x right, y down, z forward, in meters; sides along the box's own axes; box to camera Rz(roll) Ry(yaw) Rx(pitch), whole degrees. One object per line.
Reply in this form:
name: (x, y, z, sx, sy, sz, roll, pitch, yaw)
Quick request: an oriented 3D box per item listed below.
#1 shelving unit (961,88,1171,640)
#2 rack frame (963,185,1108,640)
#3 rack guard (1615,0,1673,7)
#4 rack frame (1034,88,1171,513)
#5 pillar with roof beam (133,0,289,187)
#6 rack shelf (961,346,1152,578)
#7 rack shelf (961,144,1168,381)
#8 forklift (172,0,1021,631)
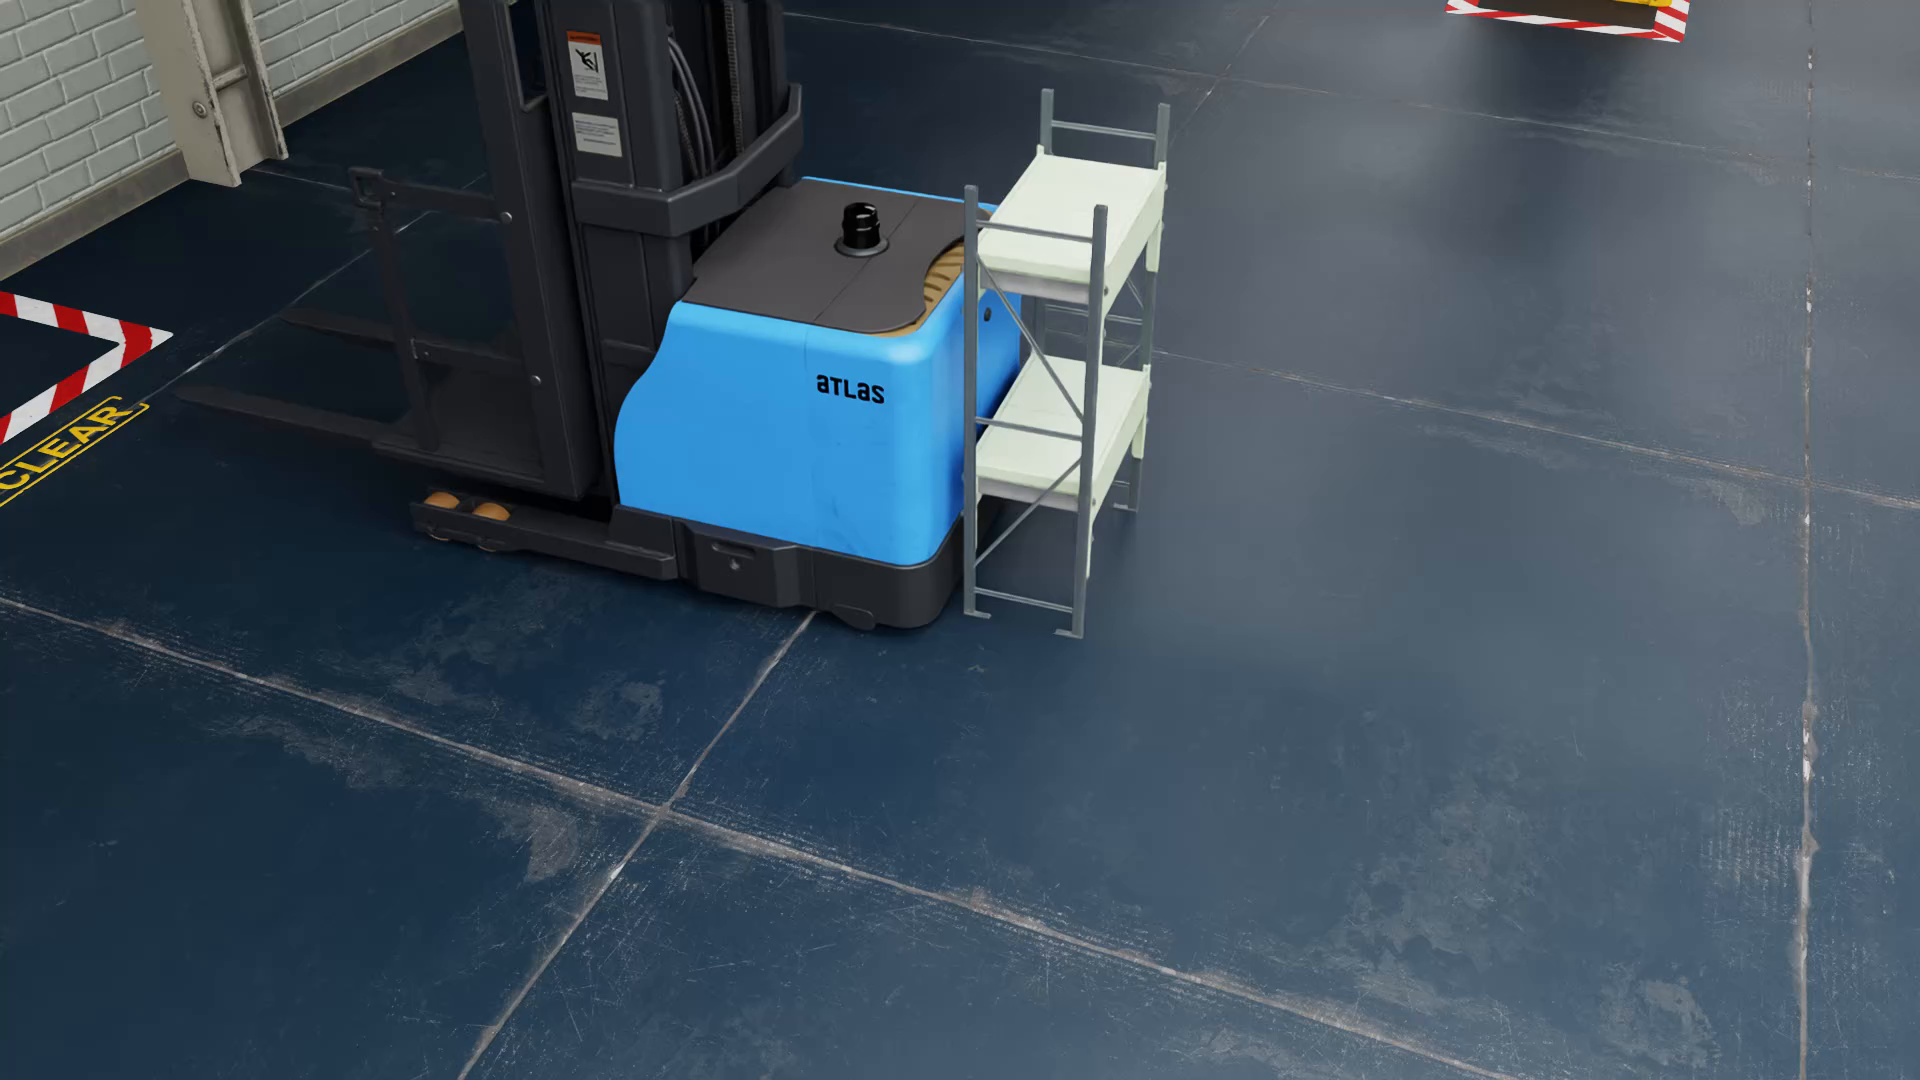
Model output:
shelving unit: (0.322, -0.533, 5.210, 0.431, 1.500, 0.755, 12, 38, 15)
rack frame: (0.203, -0.325, 4.932, 0.400, 1.500, 0.023, 12, 38, 15)
rack guard: (3.820, -3.645, 10.209, 1.175, 0.500, 0.348, 14, 39, 18)
rack frame: (0.440, -0.740, 5.487, 0.400, 1.500, 0.023, 12, 38, 15)
pillar with roof beam: (0.411, -4.471, 4.215, 9.100, 9.000, 0.400, 14, 39, 18)
rack shelf: (0.322, -0.271, 5.405, 0.431, 0.370, 0.720, 12, 38, 15)
rack shelf: (0.322, -0.845, 4.976, 0.431, 0.370, 0.720, 12, 38, 15)
forklift: (-1.355, -1.418, 5.199, 3.031, 2.935, 1.130, 12, 38, 15)
